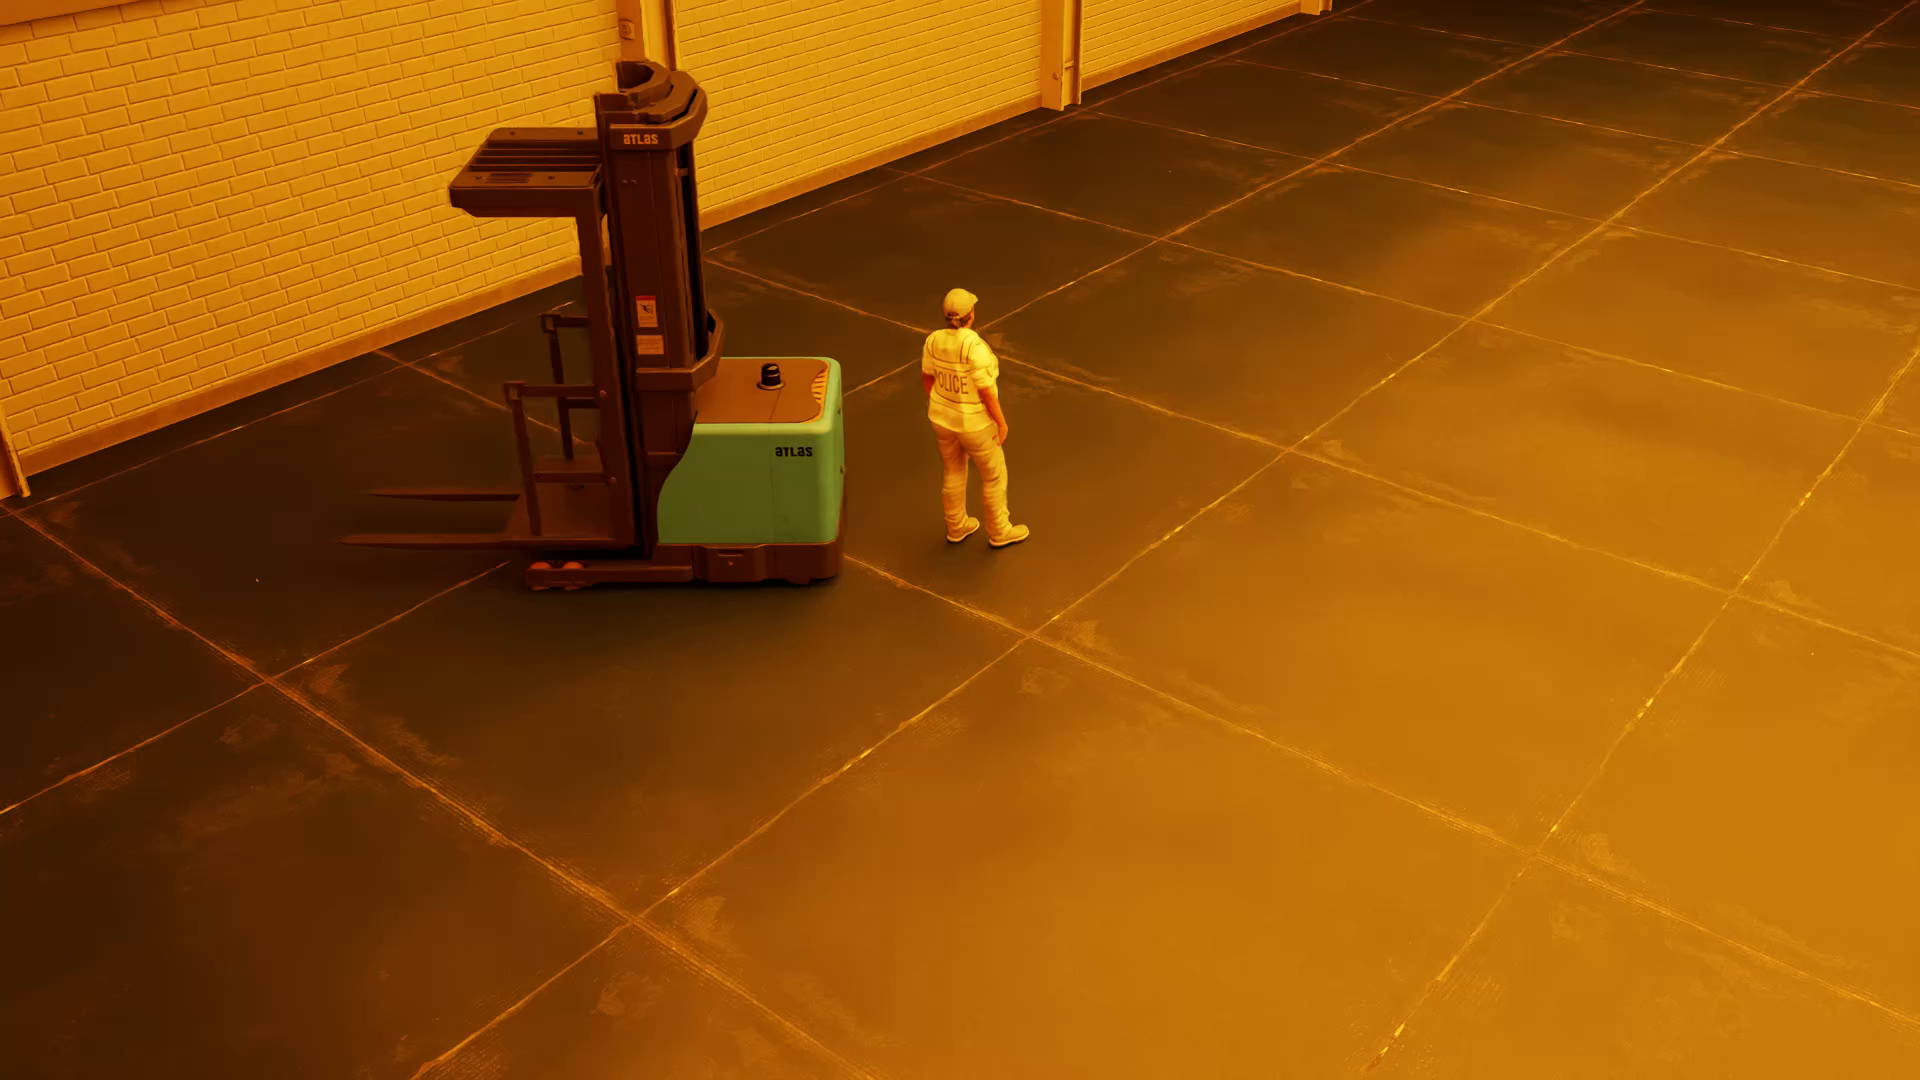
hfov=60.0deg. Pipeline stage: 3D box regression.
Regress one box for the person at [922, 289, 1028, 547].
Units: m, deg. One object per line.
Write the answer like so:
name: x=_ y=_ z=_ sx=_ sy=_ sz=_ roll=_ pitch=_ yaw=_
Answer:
person: x=0.071 y=-0.752 z=10.136 sx=0.601 sy=1.672 sz=0.506 roll=21 pitch=36 yaw=32

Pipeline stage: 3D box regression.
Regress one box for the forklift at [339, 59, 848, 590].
forklift: x=-2.238 y=-1.233 z=9.704 sx=3.031 sy=2.935 sz=1.130 roll=0 pitch=30 yaw=0
